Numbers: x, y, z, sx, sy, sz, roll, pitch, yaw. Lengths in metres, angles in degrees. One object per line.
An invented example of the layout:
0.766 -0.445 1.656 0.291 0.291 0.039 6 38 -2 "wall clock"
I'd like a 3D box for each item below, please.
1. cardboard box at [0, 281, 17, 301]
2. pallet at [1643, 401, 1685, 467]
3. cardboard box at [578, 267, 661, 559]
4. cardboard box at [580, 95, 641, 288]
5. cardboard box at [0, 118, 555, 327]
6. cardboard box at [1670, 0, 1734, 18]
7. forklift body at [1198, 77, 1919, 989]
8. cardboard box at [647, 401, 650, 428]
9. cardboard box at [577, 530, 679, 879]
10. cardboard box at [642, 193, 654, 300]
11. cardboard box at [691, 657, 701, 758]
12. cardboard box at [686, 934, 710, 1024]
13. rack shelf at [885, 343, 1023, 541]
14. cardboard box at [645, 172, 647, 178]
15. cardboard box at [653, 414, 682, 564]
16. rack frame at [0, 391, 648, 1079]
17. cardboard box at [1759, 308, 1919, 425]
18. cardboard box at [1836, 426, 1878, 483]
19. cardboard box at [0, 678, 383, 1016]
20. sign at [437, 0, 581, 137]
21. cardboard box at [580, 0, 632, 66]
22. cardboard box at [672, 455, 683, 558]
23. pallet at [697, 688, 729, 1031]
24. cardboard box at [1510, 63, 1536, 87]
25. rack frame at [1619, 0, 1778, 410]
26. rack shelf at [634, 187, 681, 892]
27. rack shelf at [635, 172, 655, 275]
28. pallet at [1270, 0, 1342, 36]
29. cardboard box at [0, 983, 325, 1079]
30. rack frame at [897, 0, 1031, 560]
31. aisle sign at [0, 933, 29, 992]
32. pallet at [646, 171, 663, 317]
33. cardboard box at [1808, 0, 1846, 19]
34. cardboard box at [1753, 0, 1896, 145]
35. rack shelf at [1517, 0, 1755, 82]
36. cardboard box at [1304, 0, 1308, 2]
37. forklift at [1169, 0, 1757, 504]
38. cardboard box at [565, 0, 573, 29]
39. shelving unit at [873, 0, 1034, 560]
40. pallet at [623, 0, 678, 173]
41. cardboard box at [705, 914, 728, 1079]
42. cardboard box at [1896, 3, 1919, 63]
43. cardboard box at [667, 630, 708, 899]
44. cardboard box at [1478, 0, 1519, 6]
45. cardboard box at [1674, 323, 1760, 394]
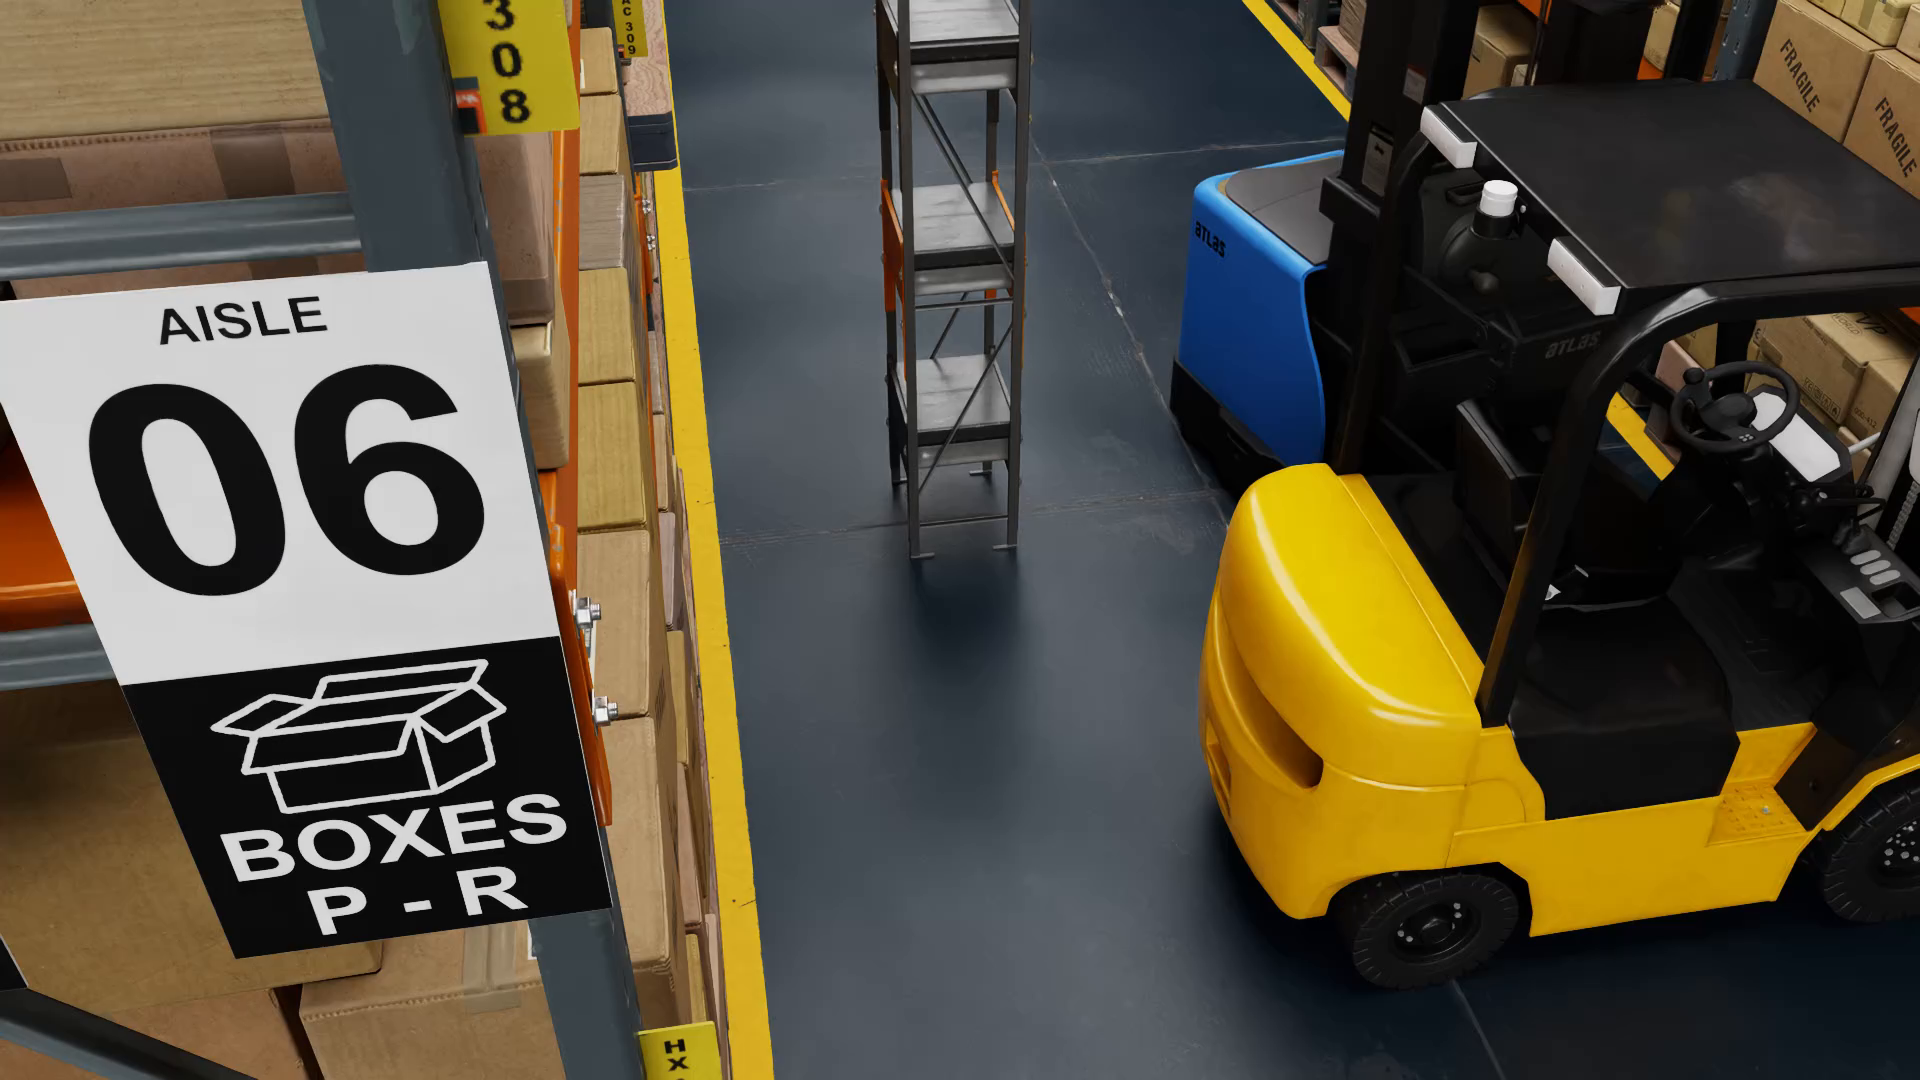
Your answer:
-1.243 -0.390 1.742 0.500 0.250 0.500 -7 38 -9 "cardboard box"
3.395 -0.234 6.379 1.003 0.211 1.213 -6 38 -8 "pallet"
-0.980 -0.267 3.824 0.500 0.500 0.500 -7 38 -9 "cardboard box"
-1.170 -0.889 4.625 0.500 0.500 0.500 -5 38 -6 "cardboard box"
-0.714 -0.443 1.810 0.500 0.250 0.500 -7 38 -9 "cardboard box"
2.959 -2.227 6.386 0.500 0.250 0.500 -7 38 -9 "cardboard box"
1.869 -0.018 4.519 2.313 2.155 1.214 -6 38 -8 "forklift body"
-1.052 -0.410 4.537 0.380 0.149 0.250 -7 38 -9 "cardboard box"
-0.792 0.347 3.034 0.500 0.500 0.500 -5 38 -7 "cardboard box"
-1.813 -1.162 7.100 0.950 0.372 0.625 -4 38 -5 "cardboard box"
-1.034 0.593 4.941 0.500 0.250 0.500 -6 38 -7 "cardboard box"
-0.762 1.225 3.516 0.500 0.500 0.500 -7 38 -9 "cardboard box"
-0.029 -0.366 6.172 0.431 0.518 0.480 -6 38 -8 "rack shelf"
-2.064 -2.040 8.231 0.950 0.372 0.625 -7 38 -9 "cardboard box"
-1.131 -0.024 5.124 0.500 0.500 0.500 -6 38 -7 "cardboard box"
-0.888 1.133 2.347 1.000 3.000 0.127 -6 38 -8 "rack frame"
3.152 -0.659 5.737 0.500 0.250 0.500 -6 38 -8 "cardboard box"
3.244 -0.163 5.506 0.500 0.250 0.500 -7 38 -8 "cardboard box"
-1.193 0.296 2.285 0.700 0.500 0.500 -7 38 -9 "cardboard box"
-0.354 -0.456 1.234 0.100 0.325 0.005 -6 38 -8 "sign"
-1.390 -1.920 5.610 0.500 0.500 0.500 -5 38 -7 "cardboard box"
-1.221 -0.035 5.749 0.500 0.250 0.500 -5 38 -6 "cardboard box"
-1.220 0.958 4.845 1.003 0.211 1.213 -6 38 -8 "pallet"
3.065 -1.831 7.755 0.875 0.625 0.625 -7 38 -8 "cardboard box"
3.296 -1.820 6.147 1.000 3.000 0.127 -6 38 -8 "rack frame"
-1.239 0.209 4.123 1.077 0.370 4.000 -6 38 -8 "rack shelf"
-1.940 -2.207 7.233 1.077 0.370 4.000 -6 38 -8 "rack shelf"
2.502 -3.589 10.698 1.003 0.211 1.213 -6 38 -8 "pallet"
-1.255 0.677 2.609 0.500 0.500 0.500 -7 38 -9 "cardboard box"
0.014 -0.782 5.545 0.400 2.100 0.015 -6 38 -8 "rack frame"
-1.163 0.175 1.461 0.394 0.787 0.004 -6 38 -8 "aisle sign"
-1.945 -1.391 7.868 1.003 0.211 1.213 -6 38 -8 "pallet"
3.093 -1.894 5.633 0.380 0.149 0.250 -7 38 -9 "cardboard box"
3.117 -1.563 5.735 0.500 0.500 0.500 -7 38 -9 "cardboard box"
2.946 -2.743 7.923 1.077 0.370 4.000 -6 38 -8 "rack shelf"
2.309 -3.647 10.194 0.500 0.500 0.500 -5 38 -7 "cardboard box"
1.921 -0.960 5.097 1.130 2.935 3.031 -15 40 -19 "forklift"
-0.857 -0.968 2.811 0.380 0.149 0.250 -6 38 -7 "cardboard box"
-0.029 -0.929 5.735 0.431 2.100 0.503 -6 38 -8 "shelving unit"
-1.580 -1.685 6.130 1.003 0.211 1.213 -6 38 -8 "pallet"
-0.840 1.226 4.125 0.500 0.250 0.500 -5 38 -6 "cardboard box"
3.213 -1.584 5.233 0.380 0.149 0.250 -6 38 -8 "cardboard box"
-0.938 0.606 4.313 0.500 0.500 0.500 -6 38 -7 "cardboard box"
2.813 -2.692 8.863 0.875 0.625 0.625 -5 38 -6 "cardboard box"
3.077 -0.772 6.290 0.500 0.250 0.500 -6 38 -8 "cardboard box"
